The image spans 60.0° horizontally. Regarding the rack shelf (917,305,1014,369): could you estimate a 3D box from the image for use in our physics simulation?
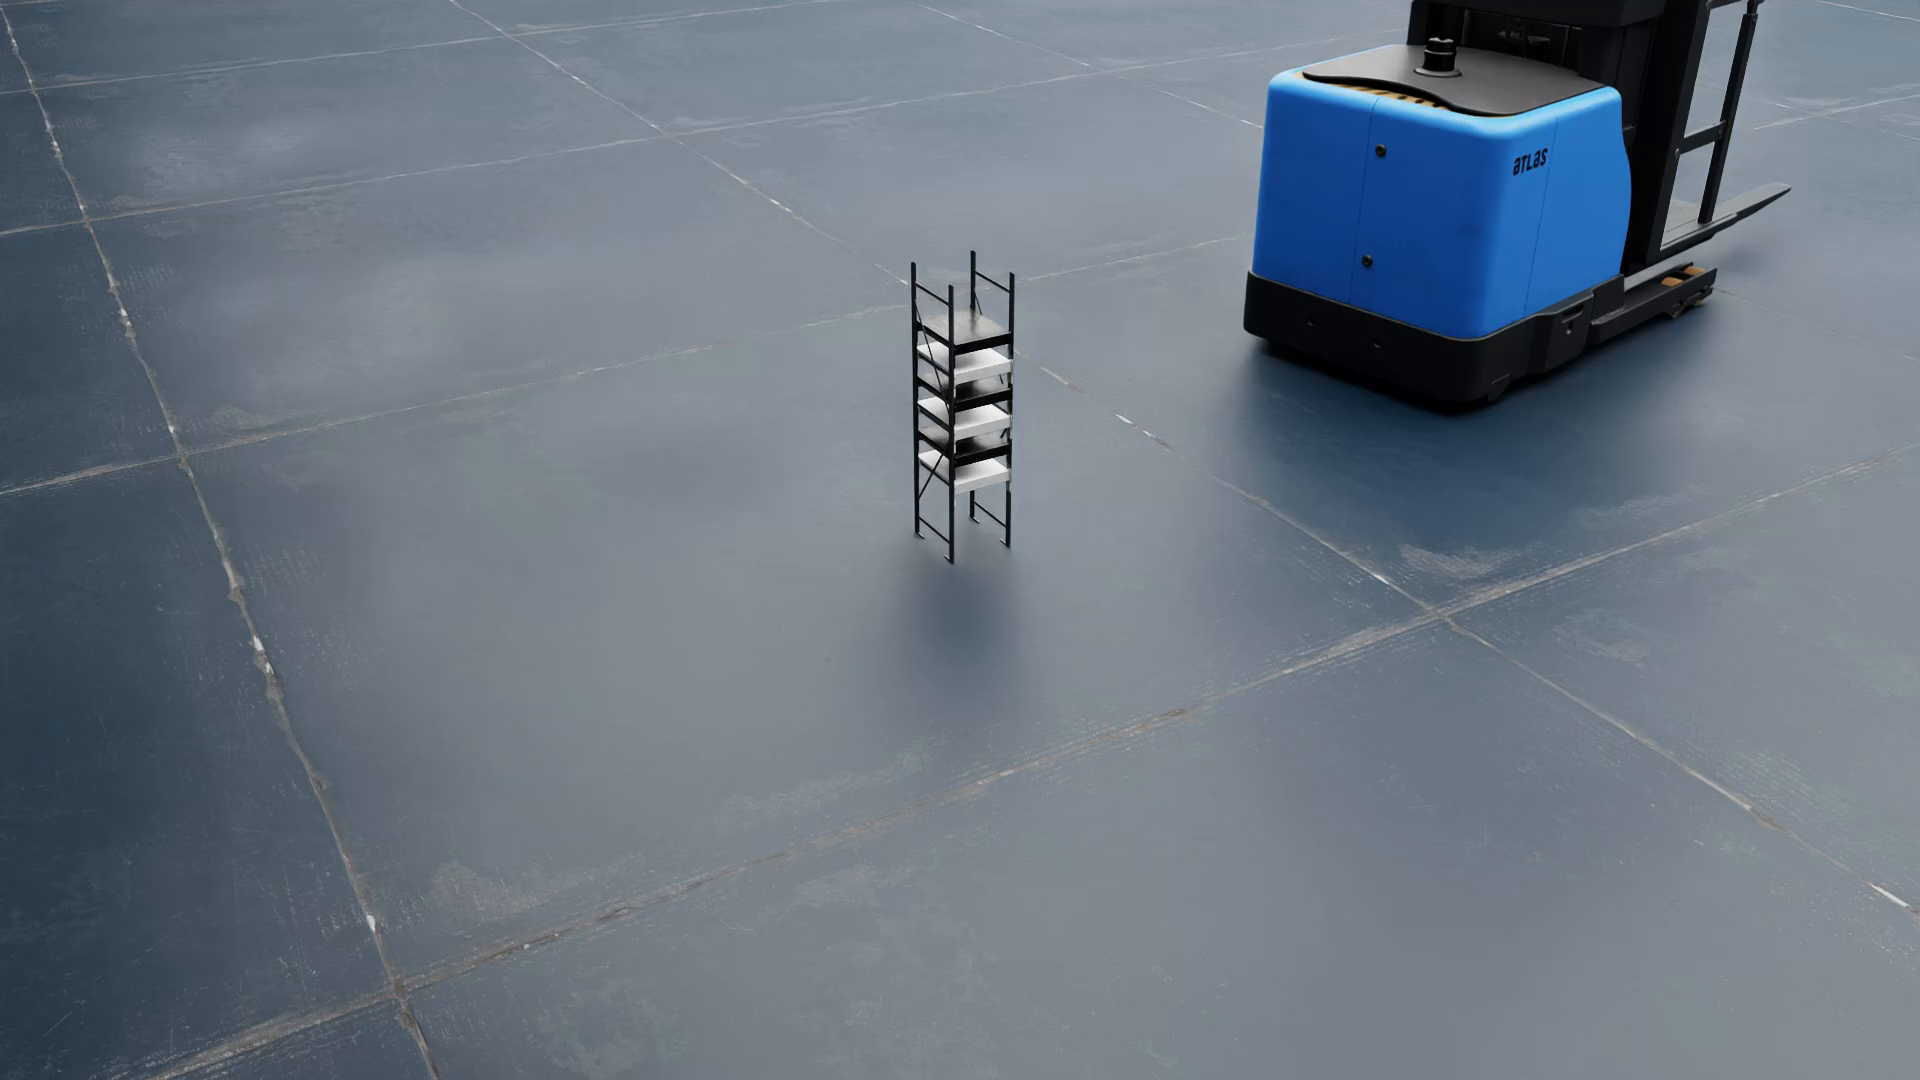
[{"bbox_3d":[0.007,-0.603,4.922,0.200,0.077,0.258,-16,33,-26],"label":"rack shelf"}]

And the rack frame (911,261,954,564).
[{"bbox_3d":[-0.081,-0.371,4.991,0.006,0.900,0.240,-16,33,-26],"label":"rack frame"}]

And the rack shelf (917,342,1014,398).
[{"bbox_3d":[0.007,-0.524,4.965,0.200,0.077,0.258,-16,33,-26],"label":"rack shelf"}]

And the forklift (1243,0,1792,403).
[{"bbox_3d":[2.558,-2.376,6.521,3.031,2.935,1.130,-24,37,-36],"label":"forklift"}]

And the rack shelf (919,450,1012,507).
[{"bbox_3d":[0.007,-0.209,5.139,0.200,0.077,0.258,-16,33,-26],"label":"rack shelf"}]

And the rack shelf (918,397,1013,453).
[{"bbox_3d":[0.007,-0.367,5.052,0.200,0.077,0.258,-16,33,-26],"label":"rack shelf"}]

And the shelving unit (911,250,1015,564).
[{"bbox_3d":[0.007,-0.396,5.036,0.210,0.900,0.258,-16,33,-26],"label":"shelving unit"}]

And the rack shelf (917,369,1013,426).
[{"bbox_3d":[0.007,-0.446,5.009,0.200,0.077,0.258,-16,33,-26],"label":"rack shelf"}]

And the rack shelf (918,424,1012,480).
[{"bbox_3d":[0.007,-0.288,5.096,0.200,0.077,0.258,-16,33,-26],"label":"rack shelf"}]

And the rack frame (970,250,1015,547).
[{"bbox_3d":[0.095,-0.421,5.081,0.006,0.900,0.240,-16,33,-26],"label":"rack frame"}]
